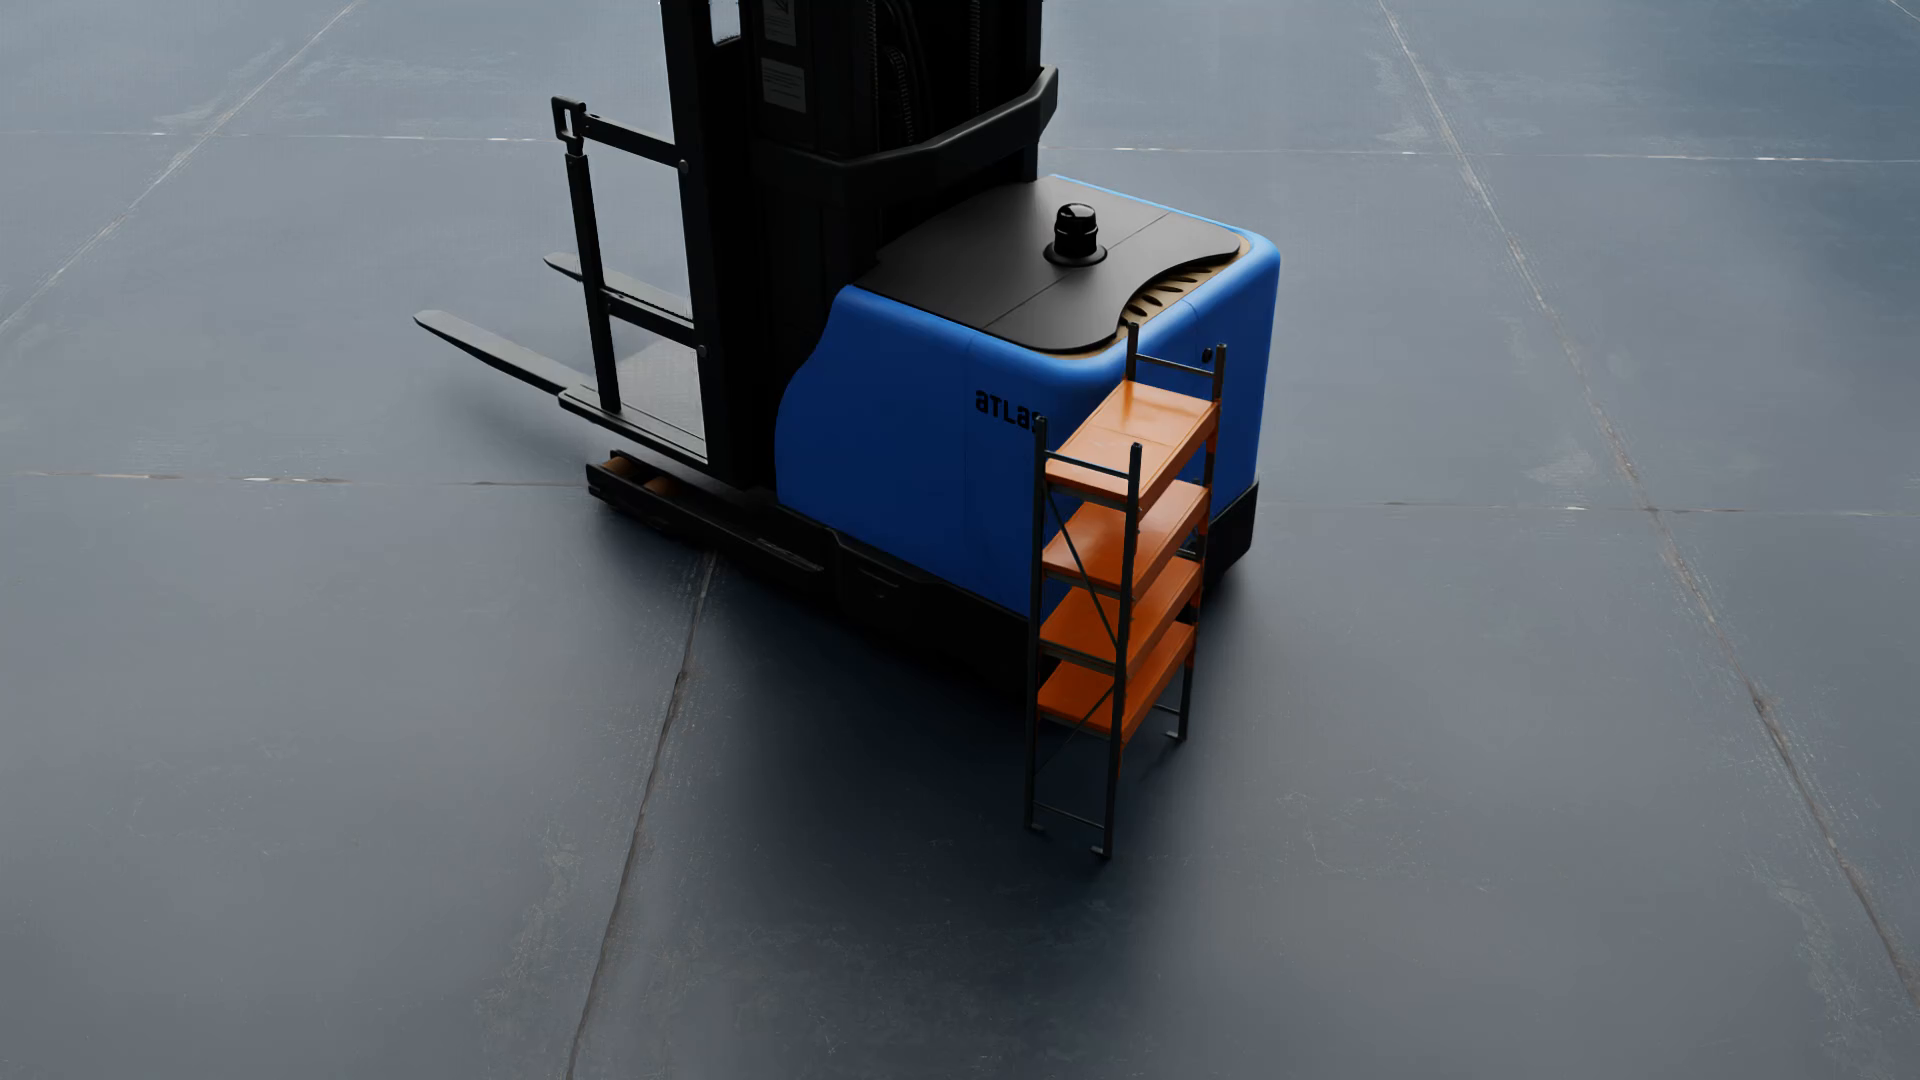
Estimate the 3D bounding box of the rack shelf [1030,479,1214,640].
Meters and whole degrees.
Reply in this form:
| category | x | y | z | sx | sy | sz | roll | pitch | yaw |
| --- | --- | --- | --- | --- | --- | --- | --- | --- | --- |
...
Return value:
| category | x | y | z | sx | sy | sz | roll | pitch | yaw |
| --- | --- | --- | --- | --- | --- | --- | --- | --- | --- |
| rack shelf | 0.386 | 0.011 | 3.918 | 0.258 | 0.148 | 0.480 | 17 | 39 | 23 |

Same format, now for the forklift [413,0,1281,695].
| category | x | y | z | sx | sy | sz | roll | pitch | yaw |
| --- | --- | --- | --- | --- | --- | --- | --- | --- | --- |
| forklift | -0.579 | -1.446 | 4.759 | 3.031 | 2.935 | 1.130 | 24 | 42 | 30 |

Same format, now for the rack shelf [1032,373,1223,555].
| category | x | y | z | sx | sy | sz | roll | pitch | yaw |
| --- | --- | --- | --- | --- | --- | --- | --- | --- | --- |
| rack shelf | 0.386 | -0.182 | 3.782 | 0.258 | 0.148 | 0.480 | 17 | 39 | 23 |

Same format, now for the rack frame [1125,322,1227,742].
| category | x | y | z | sx | sy | sz | roll | pitch | yaw |
| --- | --- | --- | --- | --- | --- | --- | --- | --- | --- |
| rack frame | 0.502 | 0.016 | 4.184 | 0.240 | 1.200 | 0.015 | 17 | 39 | 23 |

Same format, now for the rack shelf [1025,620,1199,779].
| category | x | y | z | sx | sy | sz | roll | pitch | yaw |
| --- | --- | --- | --- | --- | --- | --- | --- | --- | --- |
| rack shelf | 0.386 | 0.357 | 4.161 | 0.258 | 0.148 | 0.480 | 17 | 39 | 23 |

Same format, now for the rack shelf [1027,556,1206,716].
| category | x | y | z | sx | sy | sz | roll | pitch | yaw |
| --- | --- | --- | --- | --- | --- | --- | --- | --- | --- |
| rack shelf | 0.386 | 0.194 | 4.047 | 0.258 | 0.148 | 0.480 | 17 | 39 | 23 |

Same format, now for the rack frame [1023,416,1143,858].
| category | x | y | z | sx | sy | sz | roll | pitch | yaw |
| --- | --- | --- | --- | --- | --- | --- | --- | --- | --- |
| rack frame | 0.270 | 0.263 | 3.833 | 0.240 | 1.200 | 0.015 | 17 | 39 | 23 |

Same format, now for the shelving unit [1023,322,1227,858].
| category | x | y | z | sx | sy | sz | roll | pitch | yaw |
| --- | --- | --- | --- | --- | --- | --- | --- | --- | --- |
| shelving unit | 0.386 | 0.139 | 4.008 | 0.258 | 1.200 | 0.503 | 17 | 39 | 23 |
